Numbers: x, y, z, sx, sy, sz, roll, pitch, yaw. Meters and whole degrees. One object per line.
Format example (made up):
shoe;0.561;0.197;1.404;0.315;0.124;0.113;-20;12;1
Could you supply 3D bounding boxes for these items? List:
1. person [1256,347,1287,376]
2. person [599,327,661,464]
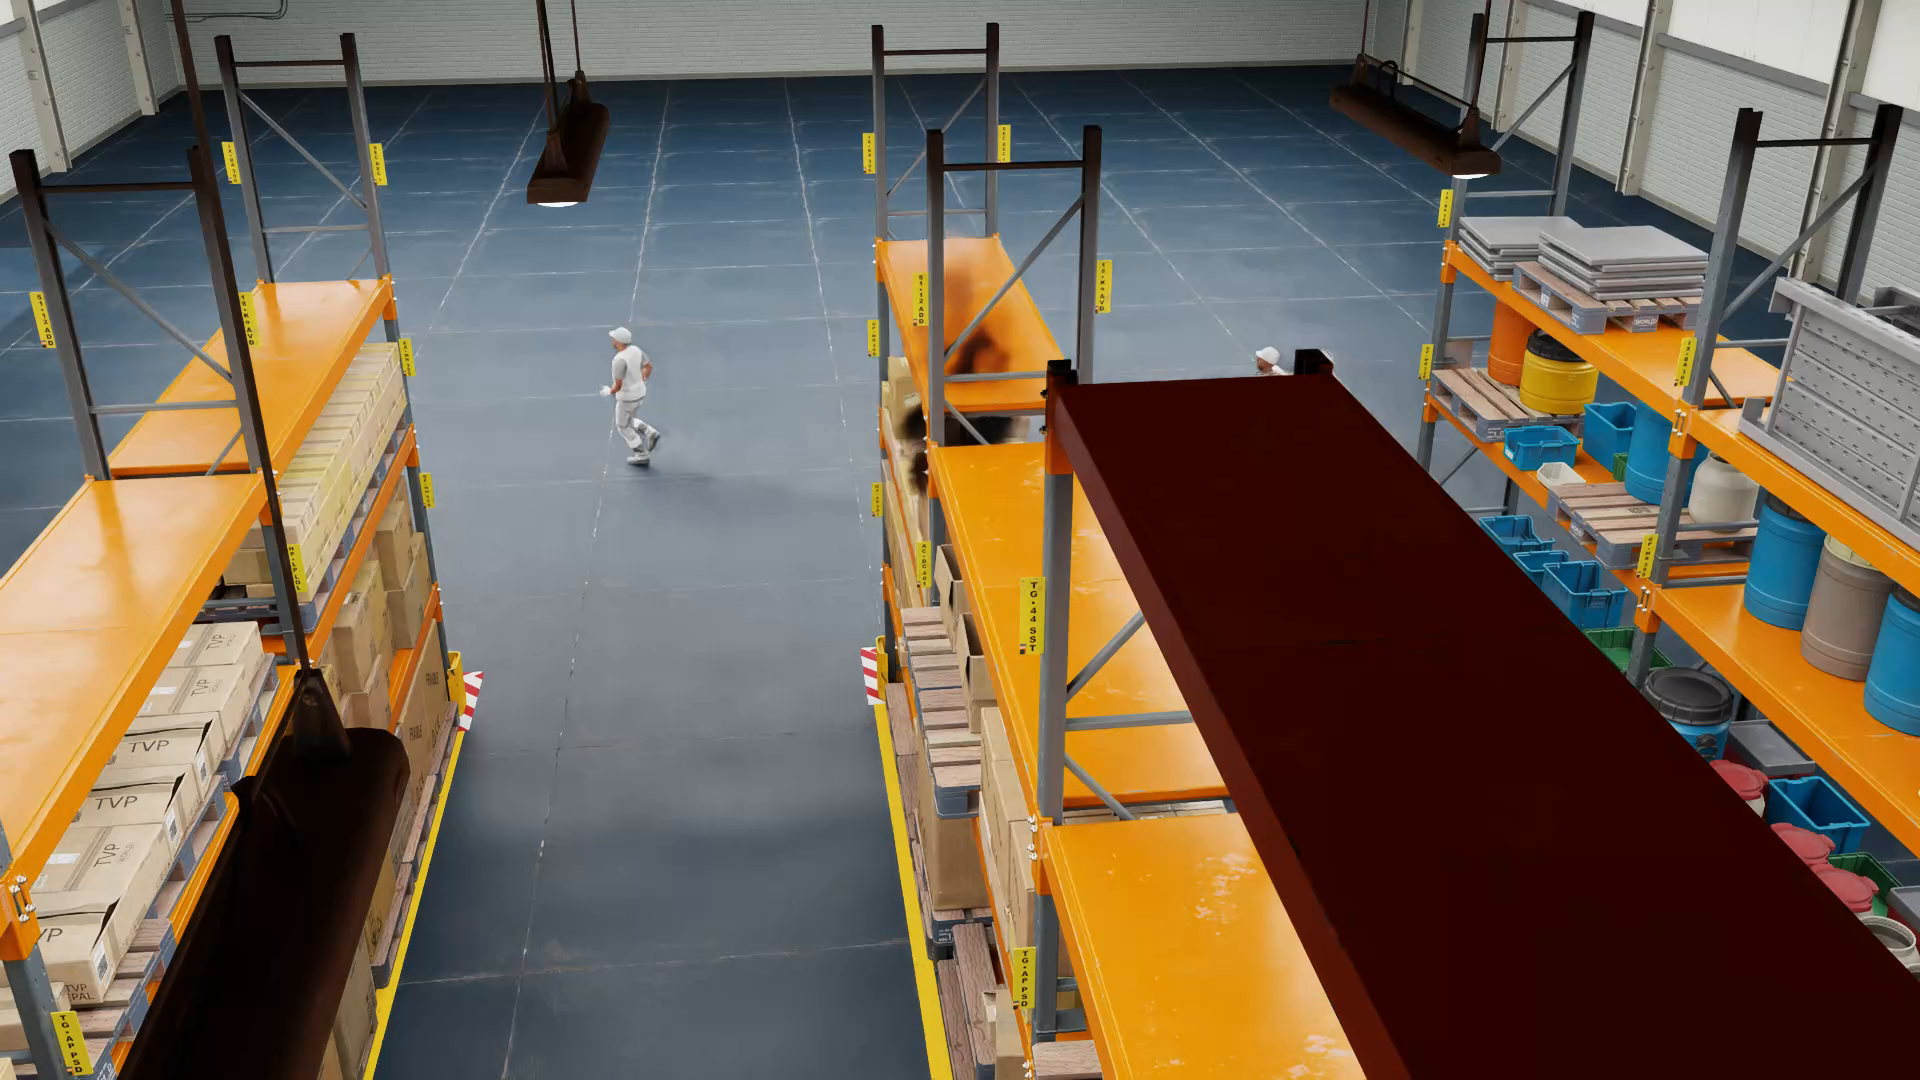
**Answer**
person;3.463;-1.391;19.377;0.686;1.816;0.657;7;26;15
person;-4.012;-1.749;20.174;0.634;1.733;0.659;9;27;17
